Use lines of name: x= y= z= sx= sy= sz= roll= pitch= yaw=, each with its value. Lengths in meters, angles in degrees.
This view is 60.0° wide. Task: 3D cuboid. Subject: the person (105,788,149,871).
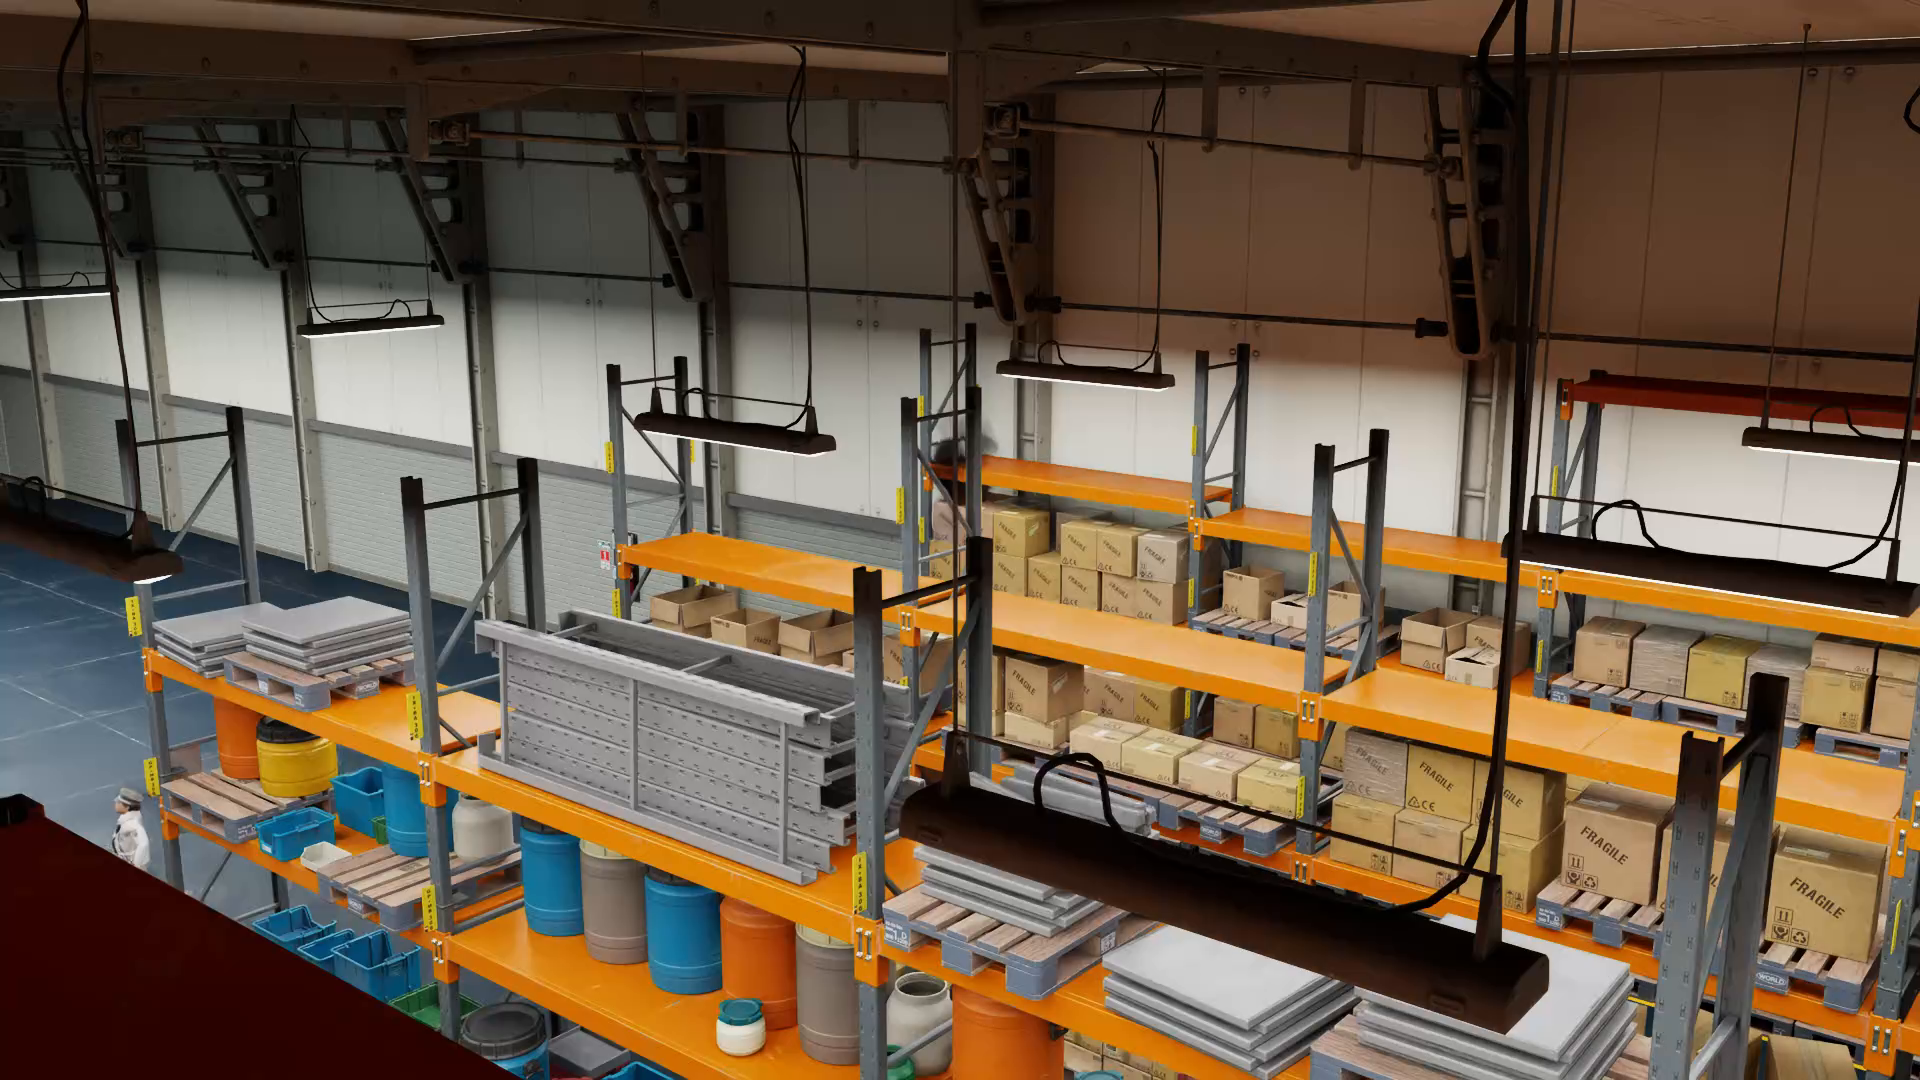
person: x=-8.717 y=3.404 z=17.453 sx=0.524 sy=1.661 sz=0.658 roll=-5 pitch=14 yaw=-23
